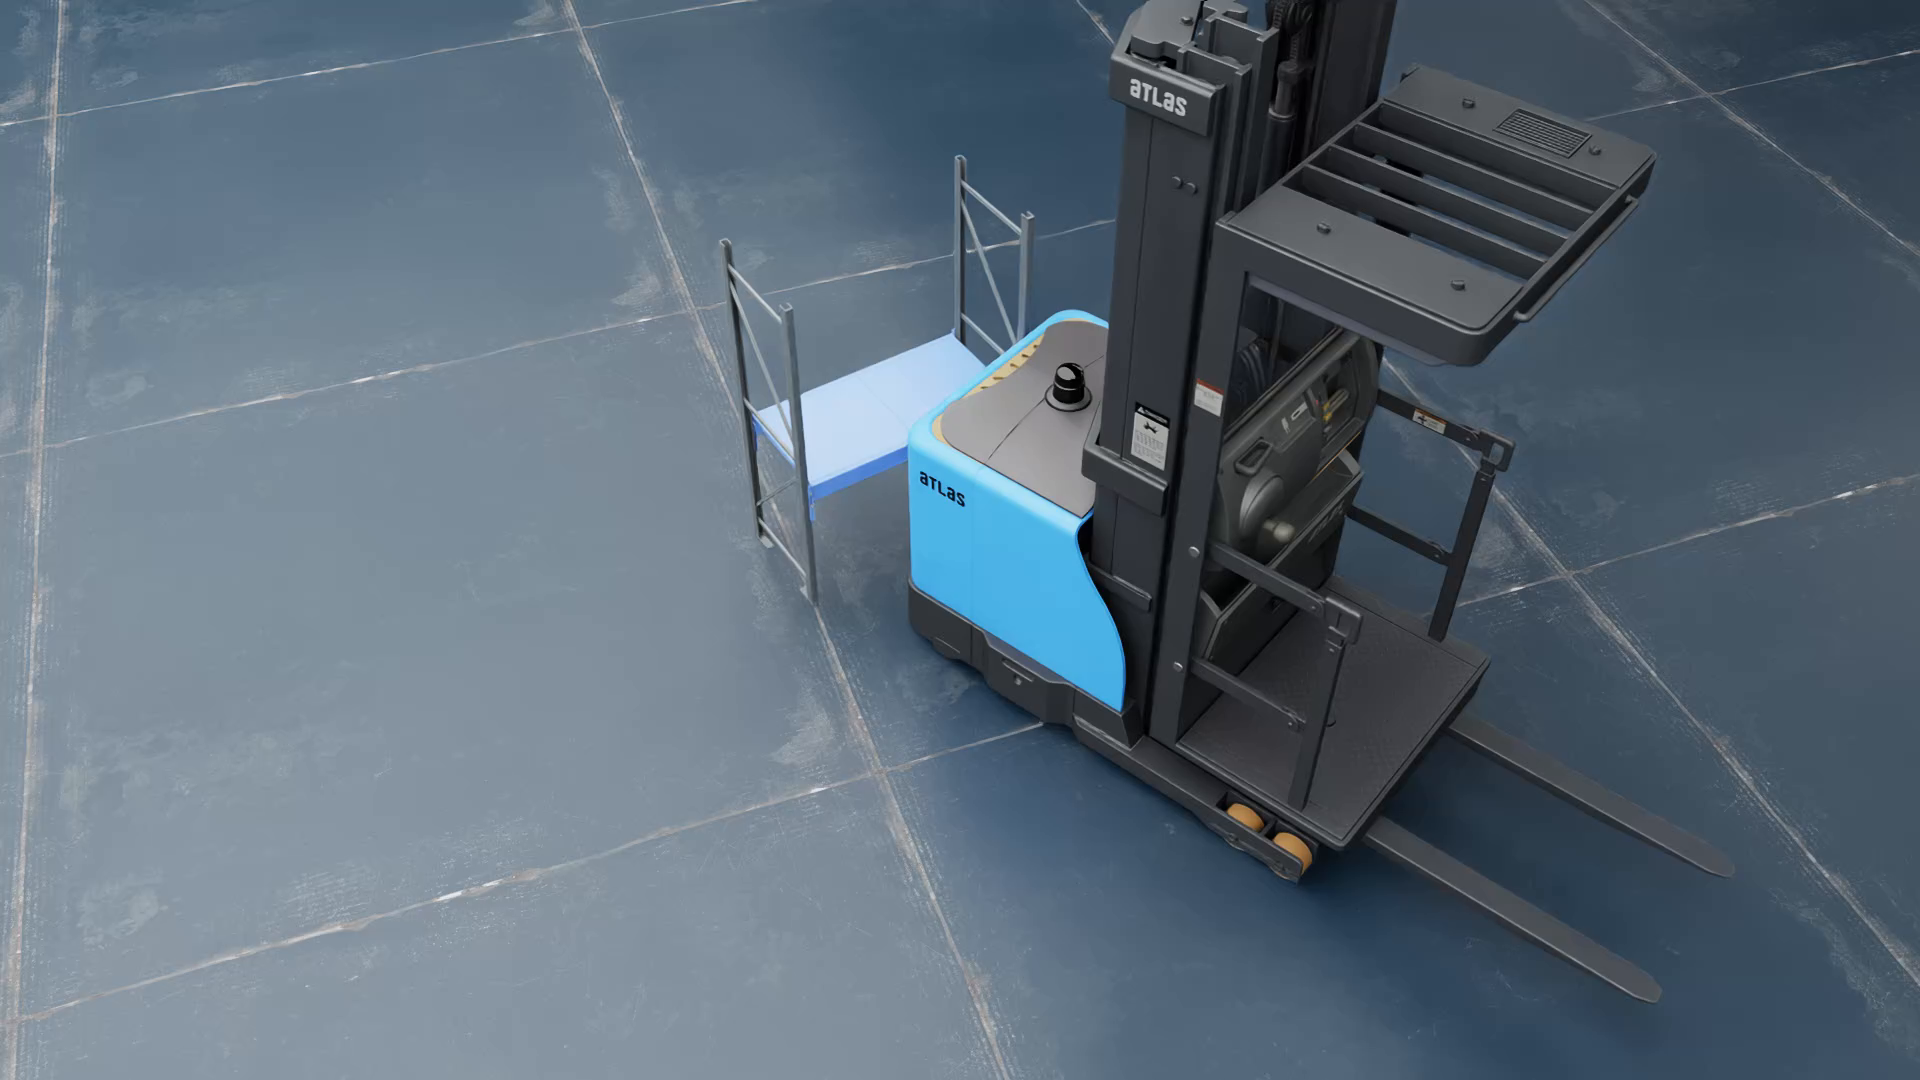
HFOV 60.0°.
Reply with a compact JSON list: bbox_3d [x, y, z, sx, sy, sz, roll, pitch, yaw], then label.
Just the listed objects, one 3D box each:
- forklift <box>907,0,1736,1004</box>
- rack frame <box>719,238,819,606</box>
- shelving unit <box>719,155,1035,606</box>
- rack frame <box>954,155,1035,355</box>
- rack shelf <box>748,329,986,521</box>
[{"bbox_3d":[1.254,-0.269,5.258,3.031,2.935,1.130,30,52,27],"label":"forklift"},{"bbox_3d":[-0.725,-0.412,6.411,0.032,1.500,0.500,-25,50,-23],"label":"rack frame"},{"bbox_3d":[-0.299,-0.609,6.607,1.048,1.500,0.538,-25,50,-23],"label":"shelving unit"},{"bbox_3d":[0.127,-0.806,6.803,0.032,1.500,0.500,-25,50,-23],"label":"rack frame"},{"bbox_3d":[-0.299,-0.482,6.735,1.000,0.185,0.538,-25,50,-23],"label":"rack shelf"}]
